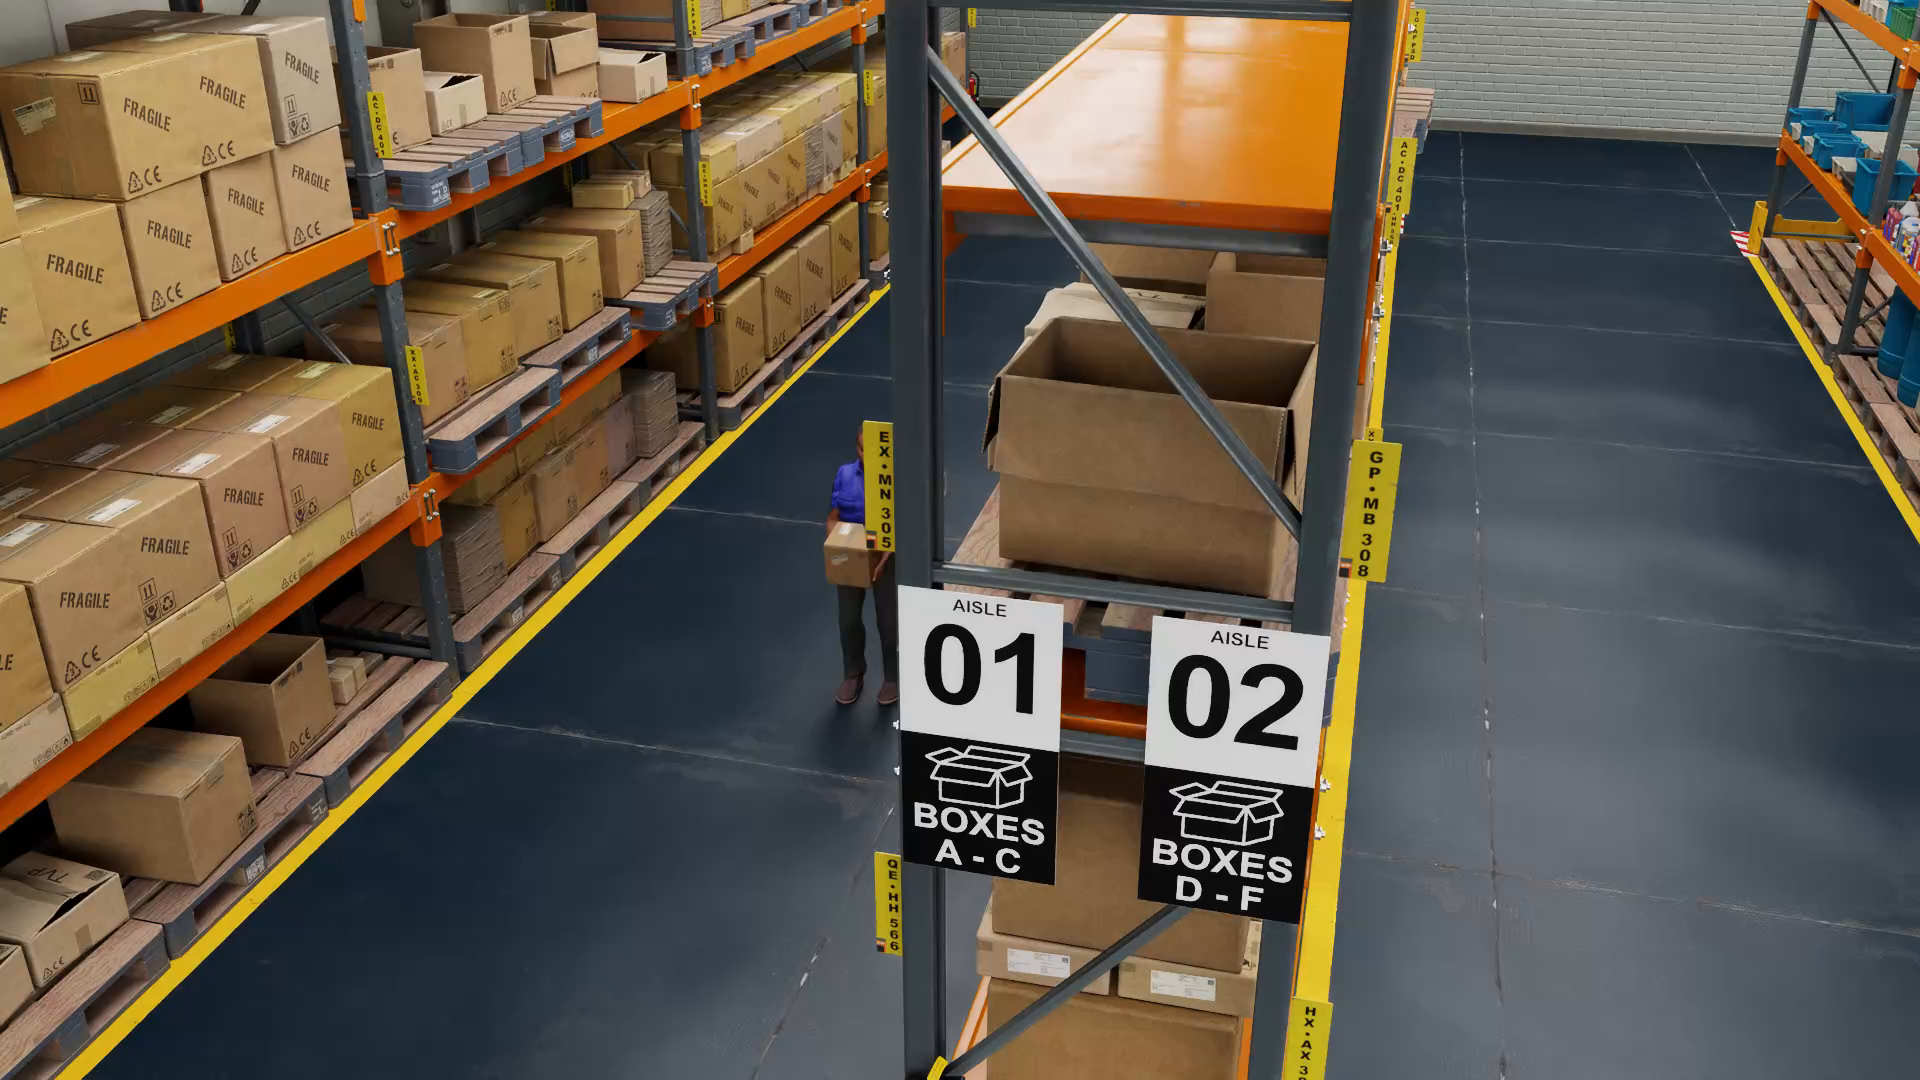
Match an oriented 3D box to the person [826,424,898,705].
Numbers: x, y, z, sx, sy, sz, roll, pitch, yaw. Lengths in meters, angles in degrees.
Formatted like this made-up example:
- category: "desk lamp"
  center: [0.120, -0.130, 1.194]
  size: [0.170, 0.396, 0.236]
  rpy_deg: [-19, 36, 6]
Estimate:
- category: "person"
  center: [-0.533, 0.158, 9.294]
  size: [0.449, 1.655, 0.500]
  rpy_deg: [6, 26, 13]
